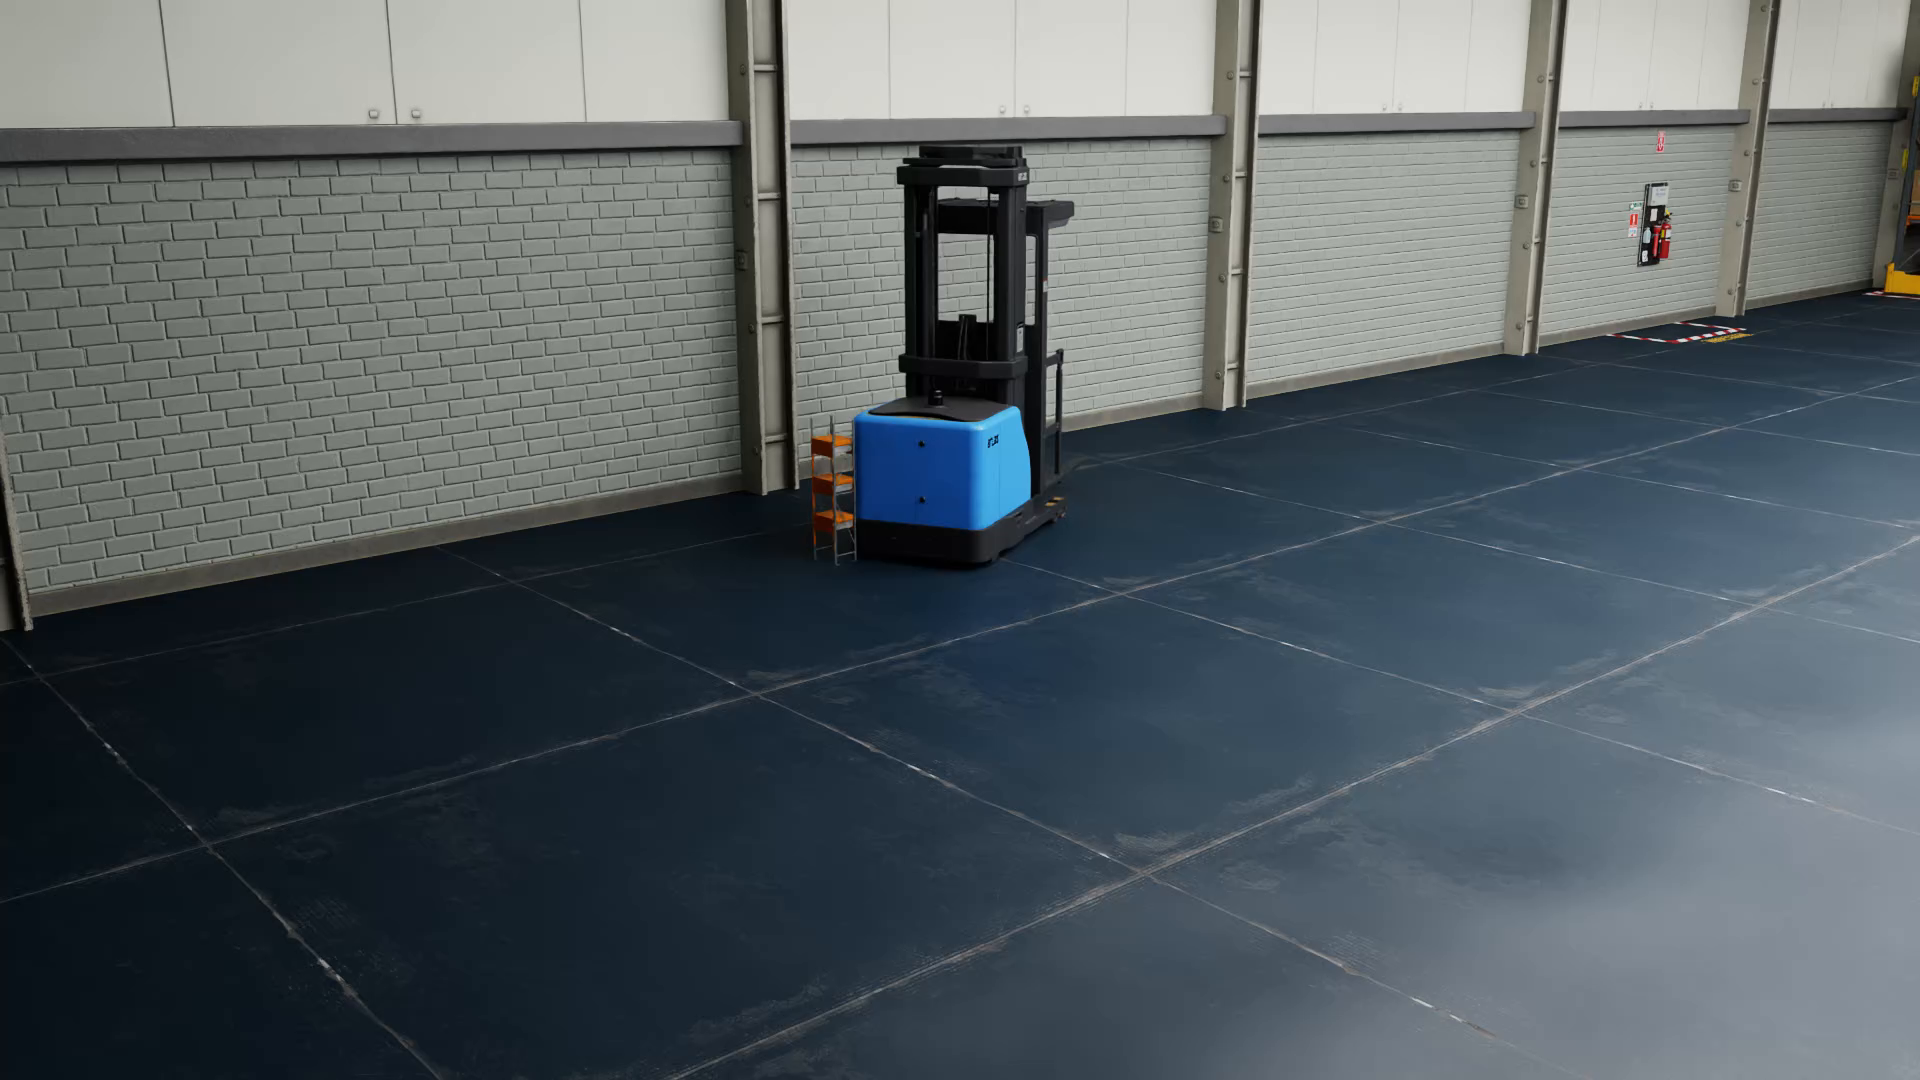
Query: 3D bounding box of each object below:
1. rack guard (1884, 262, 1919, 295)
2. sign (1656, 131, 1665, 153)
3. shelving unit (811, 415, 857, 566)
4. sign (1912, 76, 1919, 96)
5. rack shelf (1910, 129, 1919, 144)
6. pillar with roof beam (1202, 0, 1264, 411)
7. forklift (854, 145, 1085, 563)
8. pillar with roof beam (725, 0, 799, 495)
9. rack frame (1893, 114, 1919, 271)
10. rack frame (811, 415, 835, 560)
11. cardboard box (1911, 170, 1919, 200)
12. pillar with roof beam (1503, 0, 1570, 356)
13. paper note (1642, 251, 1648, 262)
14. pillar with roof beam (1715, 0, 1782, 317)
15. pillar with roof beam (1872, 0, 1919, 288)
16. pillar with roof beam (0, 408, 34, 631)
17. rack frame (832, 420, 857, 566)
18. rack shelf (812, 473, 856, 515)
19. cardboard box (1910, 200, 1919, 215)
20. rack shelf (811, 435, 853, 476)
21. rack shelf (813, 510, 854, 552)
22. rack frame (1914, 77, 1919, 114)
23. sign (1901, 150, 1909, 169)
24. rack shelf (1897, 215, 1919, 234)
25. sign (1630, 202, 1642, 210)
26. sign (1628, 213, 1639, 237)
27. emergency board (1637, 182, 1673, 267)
[{"bbox_3d":[16.562,-4.477,28.542,0.348,0.500,1.175,-13,19,-39],"label":"rack guard"},{"bbox_3d":[9.978,-5.669,23.669,0.199,0.298,0.001,-13,19,-39],"label":"sign"},{"bbox_3d":[-0.915,-0.359,12.059,0.215,1.050,0.252,-14,20,-41],"label":"shelving unit"},{"bbox_3d":[16.156,-7.660,28.087,0.005,0.325,0.100,-13,19,-39],"label":"sign"},{"bbox_3d":[18.014,-7.112,29.145,4.000,0.370,1.077,-13,19,-39],"label":"rack shelf"},{"bbox_3d":[5.712,-4.970,13.918,0.400,9.000,9.100,-13,19,-39],"label":"pillar with roof beam"},{"bbox_3d":[0.230,-1.588,13.014,1.130,2.935,3.031,6,16,21],"label":"forklift"},{"bbox_3d":[1.186,-3.953,10.113,0.400,9.000,9.100,-13,19,-39],"label":"pillar with roof beam"},{"bbox_3d":[16.505,-5.672,28.171,0.127,3.000,1.000,-13,19,-39],"label":"rack frame"},{"bbox_3d":[-0.998,-0.382,12.145,0.200,1.050,0.008,-14,20,-41],"label":"rack frame"},{"bbox_3d":[16.721,-6.093,28.545,0.500,0.500,0.500,-13,20,-40],"label":"cardboard box"},{"bbox_3d":[10.239,-5.986,17.723,0.400,9.000,9.100,-13,19,-39],"label":"pillar with roof beam"},{"bbox_3d":[9.871,-4.089,23.953,0.142,0.148,0.016,-13,19,-39],"label":"paper note"},{"bbox_3d":[14.765,-7.003,21.529,0.400,9.000,9.100,-13,19,-39],"label":"pillar with roof beam"},{"bbox_3d":[19.291,-8.019,25.334,0.400,9.000,9.100,-13,19,-39],"label":"pillar with roof beam"},{"bbox_3d":[-3.340,-2.937,6.308,0.400,9.000,9.100,-13,19,-39],"label":"pillar with roof beam"},{"bbox_3d":[-0.832,-0.336,11.973,0.200,1.050,0.008,-14,20,-41],"label":"rack frame"},{"bbox_3d":[-0.915,-0.349,12.061,0.215,0.259,0.240,-14,20,-41],"label":"rack shelf"},{"bbox_3d":[16.730,-5.726,28.626,0.500,0.250,0.500,-12,19,-39],"label":"cardboard box"},{"bbox_3d":[-0.915,-0.623,11.988,0.215,0.259,0.240,-14,20,-41],"label":"rack shelf"},{"bbox_3d":[-0.915,-0.080,12.133,0.215,0.259,0.240,-14,20,-41],"label":"rack shelf"},{"bbox_3d":[16.505,-8.570,27.397,0.127,3.000,1.000,-13,19,-39],"label":"rack frame"},{"bbox_3d":[16.156,-6.495,28.398,0.005,0.325,0.100,-13,19,-39],"label":"sign"},{"bbox_3d":[18.014,-5.663,29.533,4.000,0.370,1.077,-13,19,-39],"label":"rack shelf"},{"bbox_3d":[9.574,-4.730,23.549,0.331,0.109,0.001,-13,19,-39],"label":"sign"},{"bbox_3d":[9.565,-4.475,23.621,0.234,0.329,0.001,-13,19,-39],"label":"sign"},{"bbox_3d":[10.050,-4.531,23.901,0.643,1.169,0.194,-13,19,-39],"label":"emergency board"}]
